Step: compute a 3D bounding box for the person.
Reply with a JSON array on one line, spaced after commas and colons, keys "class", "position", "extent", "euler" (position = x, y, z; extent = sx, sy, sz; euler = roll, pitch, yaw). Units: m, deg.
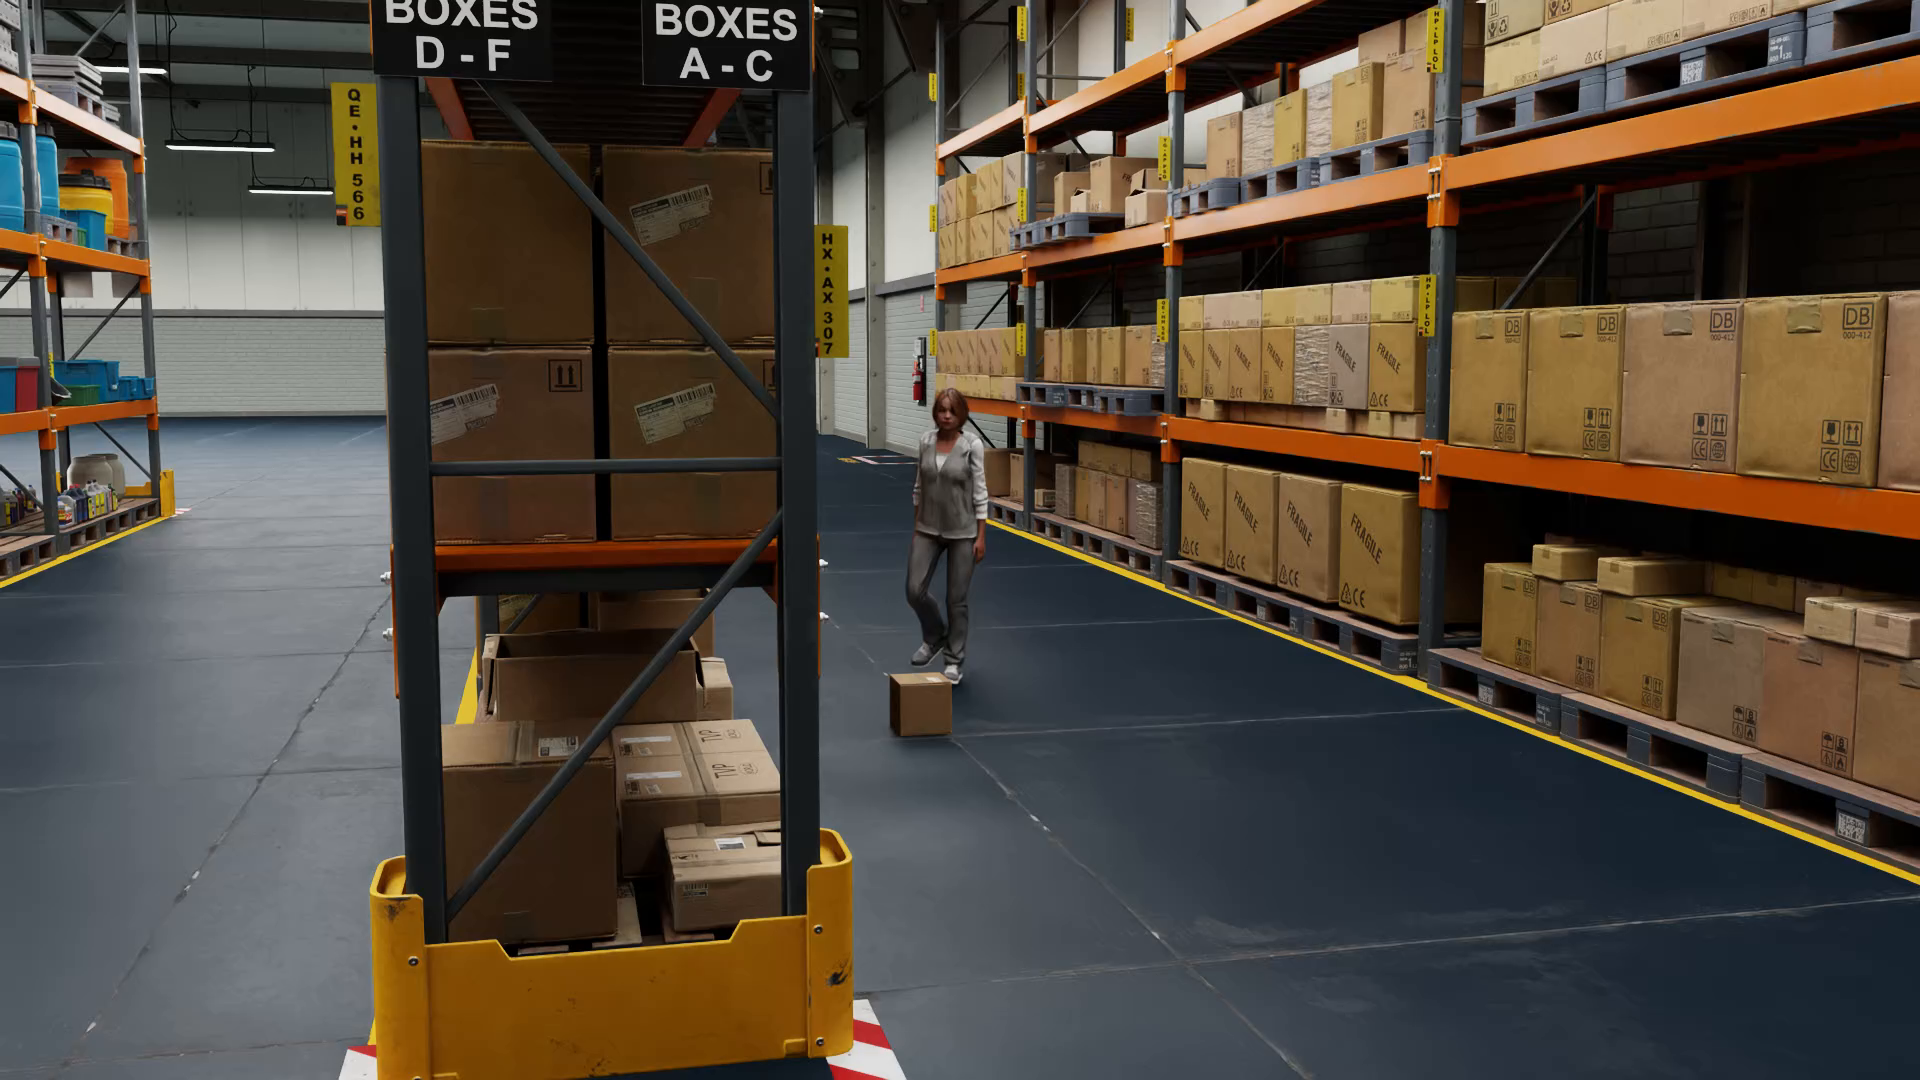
[{"class": "person", "position": [-0.067, -0.016, 8.911], "extent": [0.463, 1.596, 0.428], "euler": [2, 7, 16]}]
